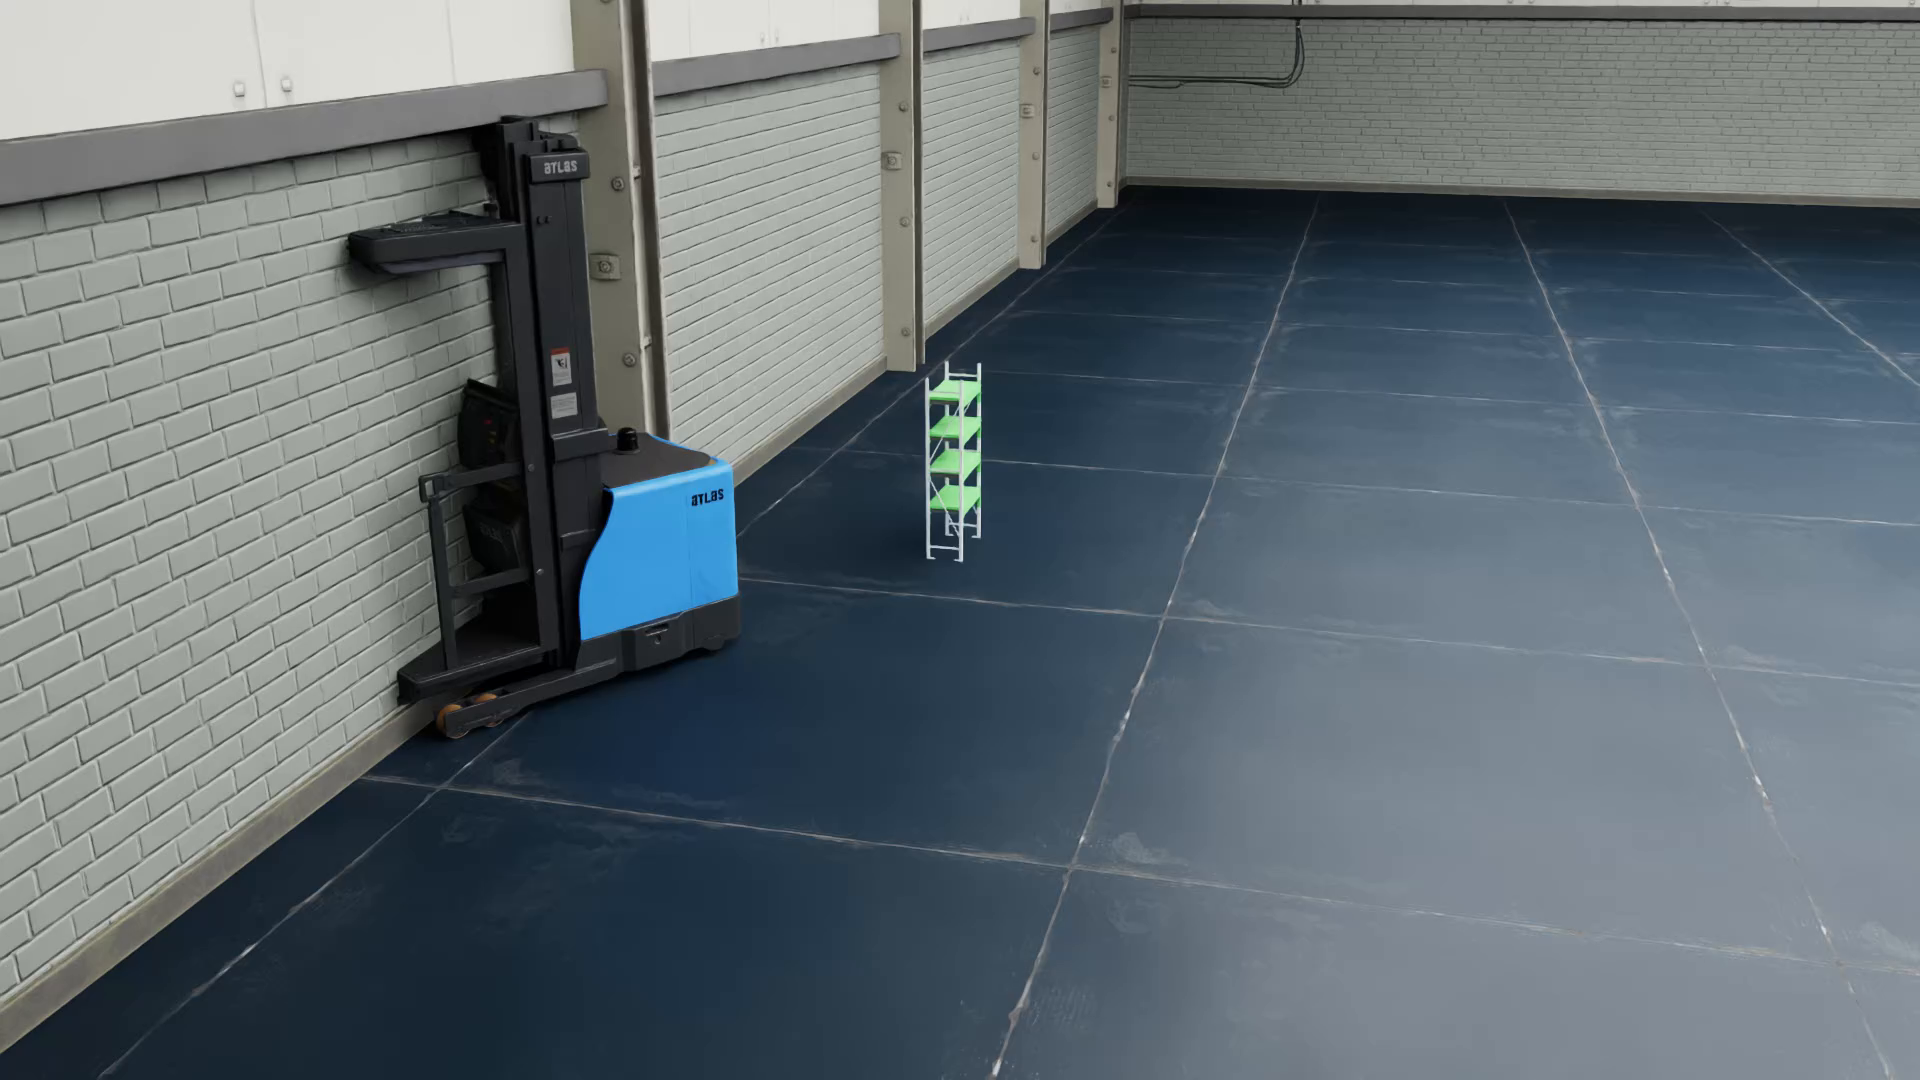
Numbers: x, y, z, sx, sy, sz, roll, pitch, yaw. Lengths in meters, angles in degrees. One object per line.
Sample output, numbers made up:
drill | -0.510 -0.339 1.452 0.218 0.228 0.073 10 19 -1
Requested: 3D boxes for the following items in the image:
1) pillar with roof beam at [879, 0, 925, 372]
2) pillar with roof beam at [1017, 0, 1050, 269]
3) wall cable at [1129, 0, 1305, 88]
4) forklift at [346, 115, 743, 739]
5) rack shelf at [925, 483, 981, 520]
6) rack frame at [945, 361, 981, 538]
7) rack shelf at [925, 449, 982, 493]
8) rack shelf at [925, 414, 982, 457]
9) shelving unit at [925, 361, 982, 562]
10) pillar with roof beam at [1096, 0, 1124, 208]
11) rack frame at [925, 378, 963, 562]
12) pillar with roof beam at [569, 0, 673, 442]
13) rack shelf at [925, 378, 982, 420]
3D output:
pillar with roof beam | 3.635 -5.603 13.670 9.100 9.000 0.400 5 19 13
pillar with roof beam | 5.101 -7.484 19.175 9.100 9.000 0.400 5 19 13
wall cable | 4.395 -9.054 28.576 3.097 2.526 0.112 5 19 13
forklift | -2.656 -0.587 8.371 3.031 2.935 1.130 -17 25 -40
rack shelf | -0.040 -0.228 10.940 0.258 0.148 0.480 5 19 13
rack frame | 0.019 -0.592 11.066 0.240 1.200 0.015 5 19 13
rack shelf | -0.040 -0.455 10.862 0.258 0.148 0.480 5 19 13
rack shelf | -0.040 -0.683 10.785 0.258 0.148 0.480 5 19 13
shelving unit | -0.040 -0.516 10.842 0.258 1.200 0.503 5 19 13
pillar with roof beam | 6.567 -9.364 24.681 9.100 9.000 0.400 5 19 13
rack frame | -0.100 -0.439 10.618 0.240 1.200 0.015 5 19 13
pillar with roof beam | 2.169 -3.722 8.164 9.100 9.000 0.400 5 19 13
rack shelf | -0.040 -0.910 10.707 0.258 0.148 0.480 5 19 13
